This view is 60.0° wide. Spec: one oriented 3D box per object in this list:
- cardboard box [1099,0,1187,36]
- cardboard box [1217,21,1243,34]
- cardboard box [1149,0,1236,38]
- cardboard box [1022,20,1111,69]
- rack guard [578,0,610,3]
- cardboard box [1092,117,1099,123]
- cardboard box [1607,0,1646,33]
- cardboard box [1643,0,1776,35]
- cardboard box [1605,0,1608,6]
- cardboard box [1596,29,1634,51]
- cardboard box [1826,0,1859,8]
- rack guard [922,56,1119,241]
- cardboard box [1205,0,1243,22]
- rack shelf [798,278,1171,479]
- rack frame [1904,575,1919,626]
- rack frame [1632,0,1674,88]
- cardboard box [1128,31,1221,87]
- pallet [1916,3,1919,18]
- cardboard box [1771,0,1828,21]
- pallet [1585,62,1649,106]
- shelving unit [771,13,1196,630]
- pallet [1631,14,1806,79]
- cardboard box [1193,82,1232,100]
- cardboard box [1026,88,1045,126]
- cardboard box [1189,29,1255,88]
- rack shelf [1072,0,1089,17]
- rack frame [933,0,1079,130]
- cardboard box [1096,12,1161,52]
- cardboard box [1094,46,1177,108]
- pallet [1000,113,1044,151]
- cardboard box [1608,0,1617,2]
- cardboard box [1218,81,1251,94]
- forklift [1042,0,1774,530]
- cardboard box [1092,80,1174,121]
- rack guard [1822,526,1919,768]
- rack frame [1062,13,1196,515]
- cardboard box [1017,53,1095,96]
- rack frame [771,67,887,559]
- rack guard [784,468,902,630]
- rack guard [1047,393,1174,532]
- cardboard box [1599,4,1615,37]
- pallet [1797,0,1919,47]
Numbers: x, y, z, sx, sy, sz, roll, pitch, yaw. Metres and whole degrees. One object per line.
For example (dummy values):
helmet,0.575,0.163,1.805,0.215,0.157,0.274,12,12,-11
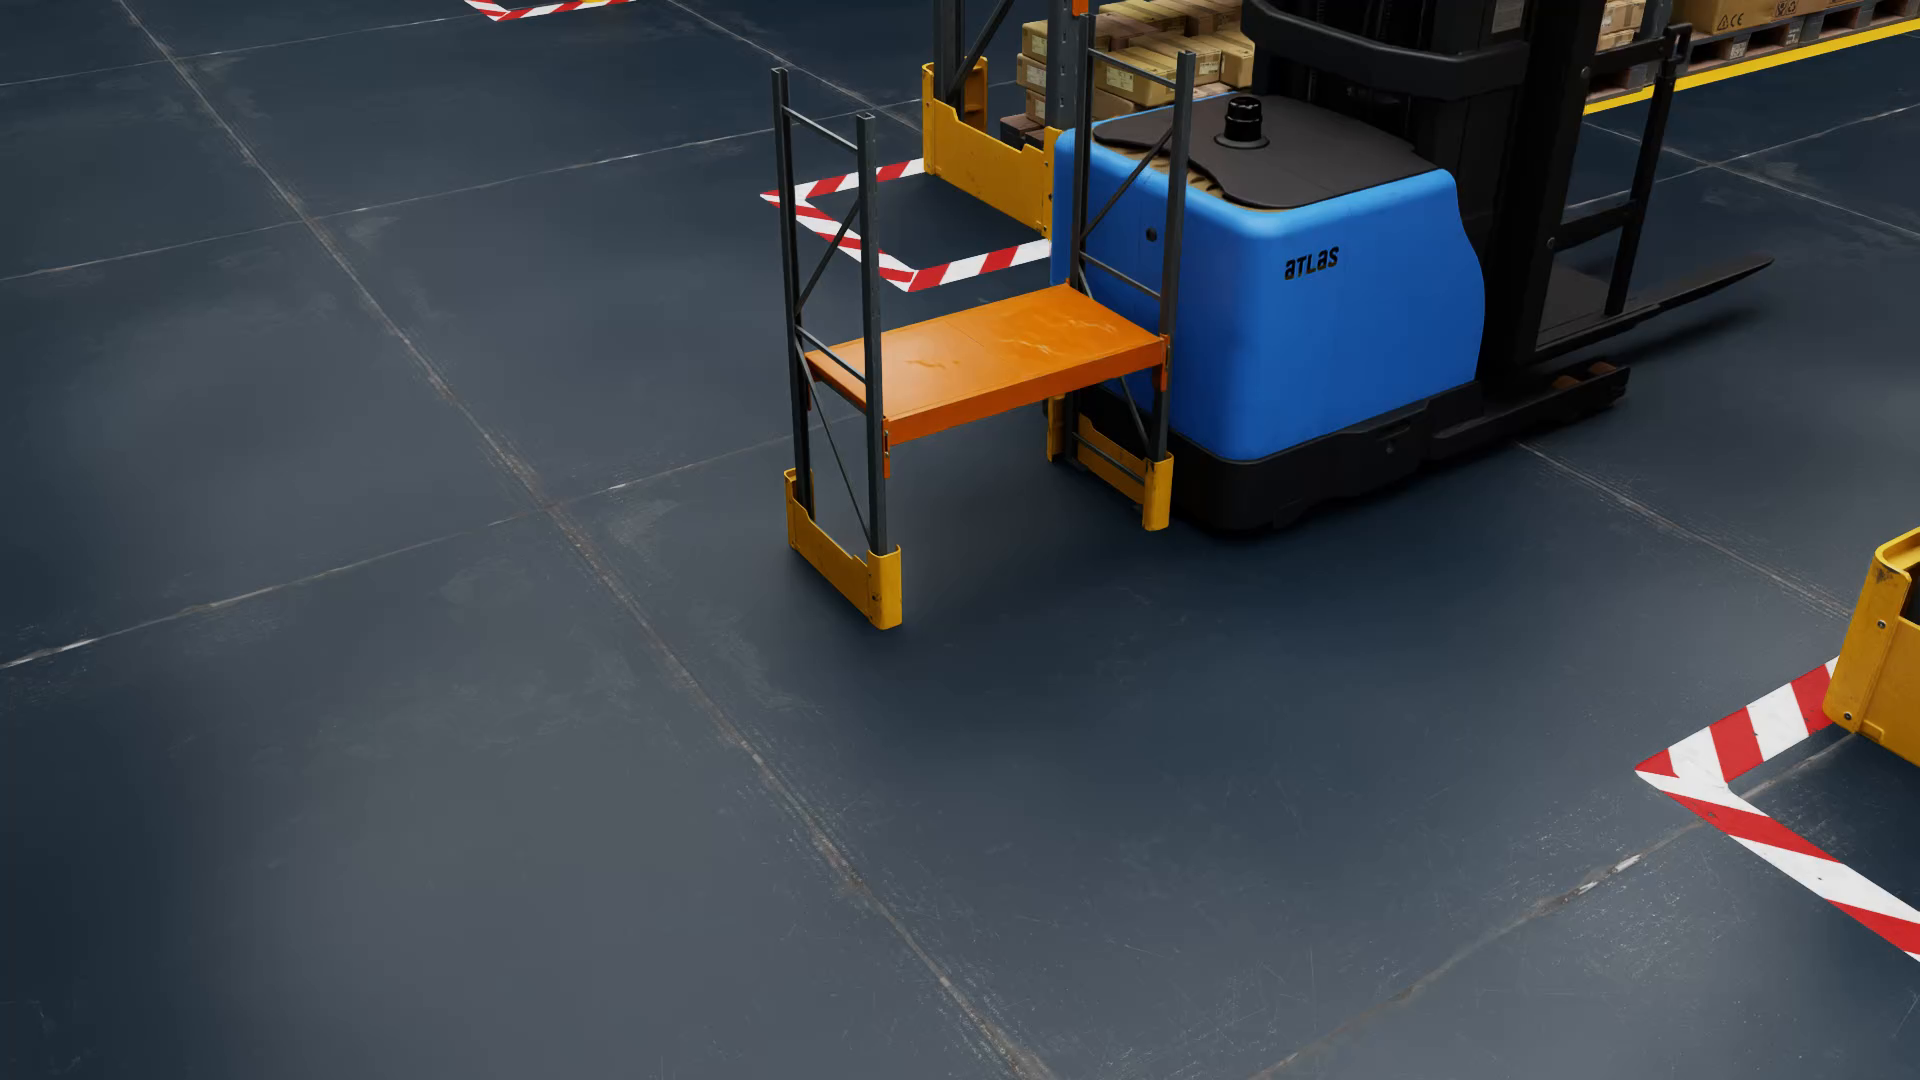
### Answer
cardboard box,0.892,-2.526,8.163,0.250,0.149,0.380,-20,37,-28
cardboard box,1.429,-2.337,7.864,0.250,0.149,0.380,-21,38,-30
cardboard box,1.144,-2.572,8.237,0.250,0.149,0.380,-21,38,-29
cardboard box,0.501,-2.347,7.880,0.250,0.149,0.380,-19,37,-27
rack guard,-2.593,-3.983,11.096,0.348,0.500,1.175,-19,37,-27
cardboard box,0.807,-1.836,7.628,0.250,0.149,0.380,-18,37,-26
cardboard box,3.463,-2.877,8.999,0.250,0.149,0.380,-18,37,-26
cardboard box,4.320,-3.228,9.505,0.500,0.500,0.500,-17,36,-25
cardboard box,3.204,-2.925,8.797,0.250,0.149,0.380,-18,37,-27
cardboard box,3.411,-2.719,9.027,0.250,0.149,0.380,-18,37,-27
cardboard box,5.197,-3.539,9.998,0.500,0.500,0.500,-18,37,-26
rack guard,0.258,-1.821,7.669,0.348,0.500,1.175,-19,37,-27
cardboard box,1.340,-2.675,8.399,0.250,0.149,0.380,-18,36,-26
rack shelf,0.072,-0.507,4.985,1.000,0.185,0.538,-19,37,-27
rack frame,2.796,-0.603,3.395,0.127,3.000,1.000,-19,37,-27
rack frame,3.556,-4.013,8.800,0.127,3.000,1.000,-19,37,-27
cardboard box,0.985,-2.213,7.667,0.250,0.149,0.380,-18,37,-26
pallet,6.260,-3.765,11.020,1.213,0.211,1.003,-19,37,-27
cardboard box,4.764,-3.382,9.749,0.500,0.500,0.500,-17,36,-25
pallet,3.010,-2.624,9.211,1.213,0.211,1.003,-19,37,-27
shelving unit,0.064,-0.656,4.885,1.083,1.500,0.587,-19,37,-27
pallet,4.209,-3.059,9.902,1.213,0.211,1.003,-19,37,-27
cardboard box,1.034,-2.045,7.679,0.250,0.149,0.380,-19,37,-27
cardboard box,0.523,-2.074,8.005,0.250,0.149,0.380,-18,37,-26
cardboard box,1.266,-2.228,7.692,0.250,0.149,0.380,-19,37,-27
rack shelf,1.875,-3.131,8.076,4.000,0.370,1.077,-19,37,-27
rack frame,0.194,-2.857,6.967,0.127,3.000,1.000,-19,37,-27
cardboard box,0.744,-2.394,7.954,0.250,0.149,0.380,-18,37,-26
cardboard box,0.818,-2.079,7.456,0.250,0.149,0.380,-21,38,-29
pallet,0.960,-1.918,8.093,1.213,0.211,1.003,-19,37,-27
cardboard box,3.398,-3.017,8.942,0.250,0.149,0.380,-18,36,-26
cardboard box,1.192,-2.155,7.854,0.250,0.149,0.380,-18,37,-27
forklift,1.795,-1.868,5.464,3.031,2.935,1.130,-20,37,-28
cardboard box,0.773,-1.991,7.594,0.250,0.149,0.380,-17,36,-25
rack guard,2.776,0.461,4.051,0.348,0.500,1.175,-19,37,-27
rack frame,0.499,-0.806,5.122,0.032,1.500,0.500,-19,37,-27
cardboard box,0.483,-2.235,7.981,0.250,0.149,0.380,-20,37,-29
rack frame,-0.356,-0.512,4.656,0.032,1.500,0.500,-19,37,-27
rack guard,-0.354,0.016,4.990,0.087,0.250,0.587,-19,37,-27
rack guard,0.483,-0.272,5.446,0.087,0.250,0.587,-19,37,-27
cardboard box,3.242,-2.793,8.866,0.250,0.149,0.380,-21,38,-29
pallet,5.236,-3.414,10.464,1.213,0.211,1.003,-19,37,-27
